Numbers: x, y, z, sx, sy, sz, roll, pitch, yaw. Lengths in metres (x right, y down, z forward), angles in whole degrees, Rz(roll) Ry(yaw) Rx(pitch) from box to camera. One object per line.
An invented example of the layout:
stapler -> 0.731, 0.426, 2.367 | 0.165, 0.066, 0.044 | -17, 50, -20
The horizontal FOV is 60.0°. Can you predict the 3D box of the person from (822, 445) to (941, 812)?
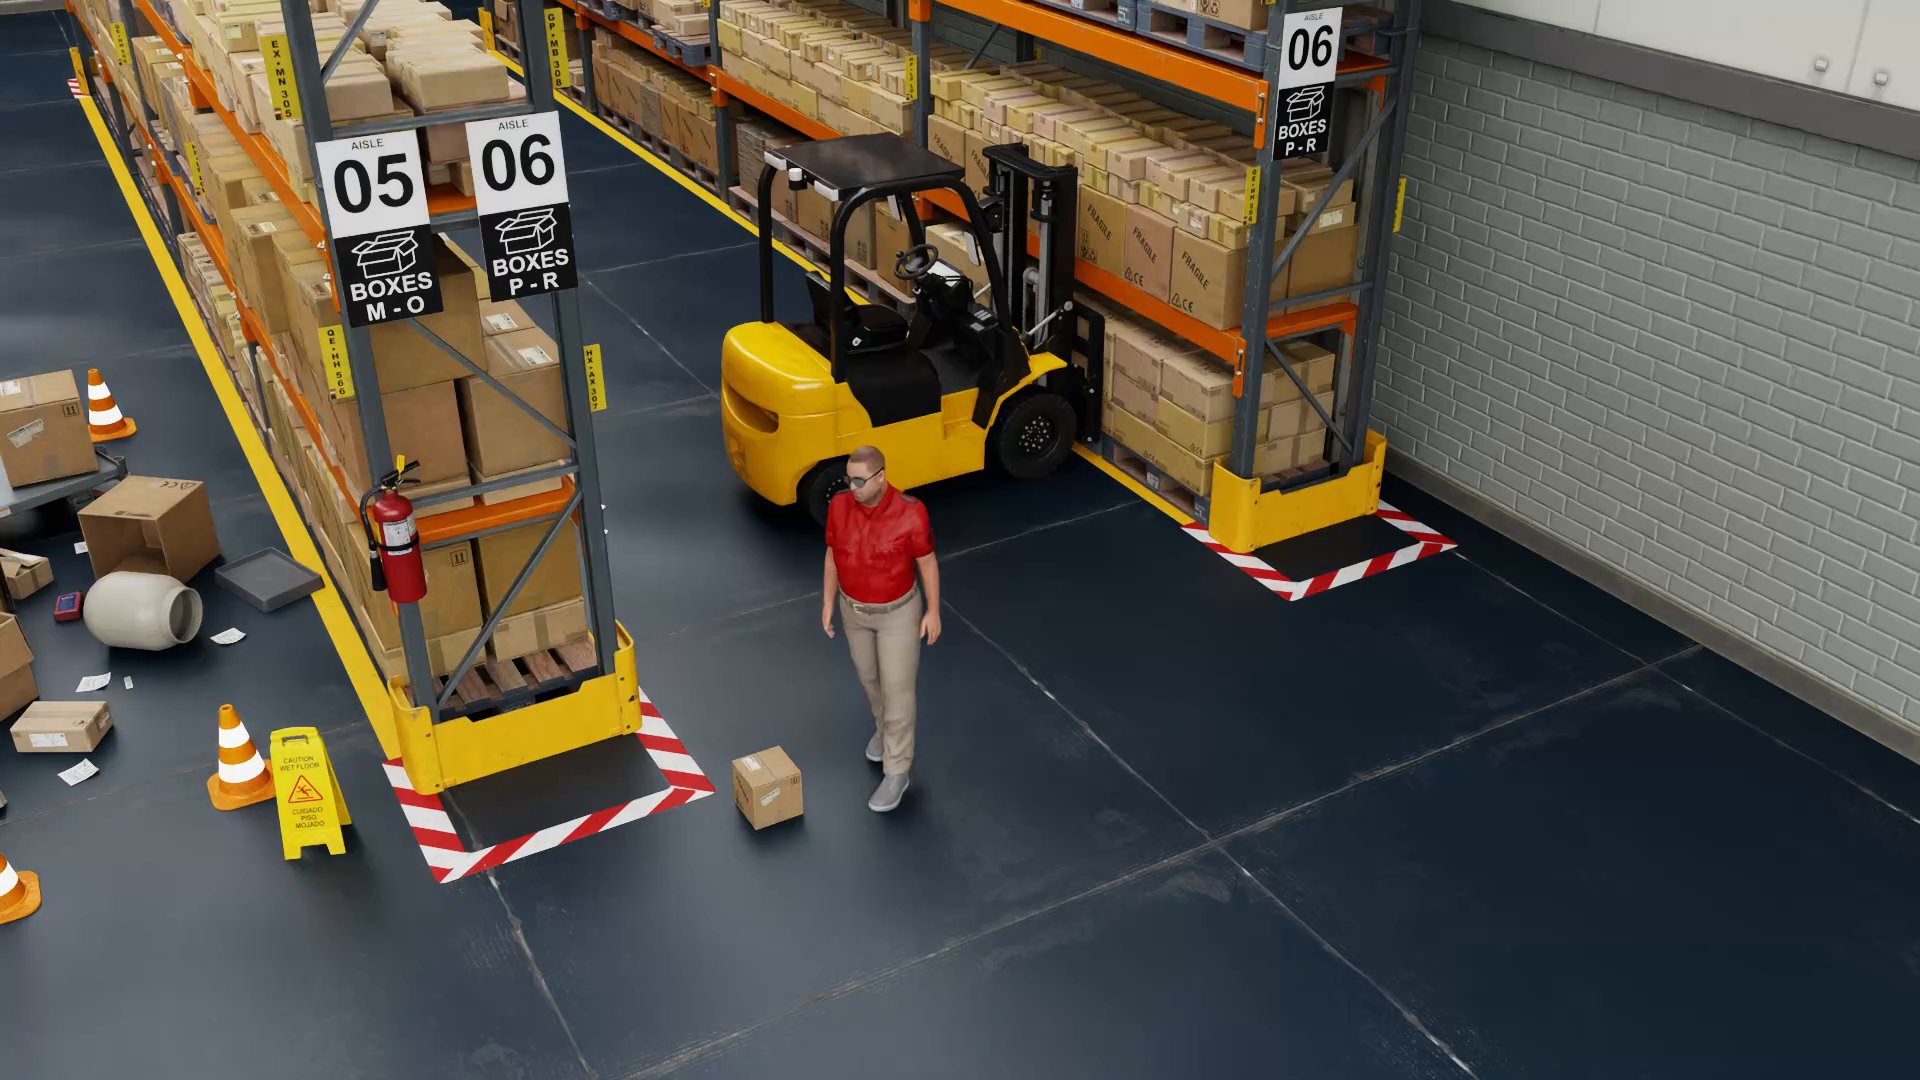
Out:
person -> -0.437, 0.392, 7.847 | 0.575, 1.708, 0.732 | 12, 31, 21
